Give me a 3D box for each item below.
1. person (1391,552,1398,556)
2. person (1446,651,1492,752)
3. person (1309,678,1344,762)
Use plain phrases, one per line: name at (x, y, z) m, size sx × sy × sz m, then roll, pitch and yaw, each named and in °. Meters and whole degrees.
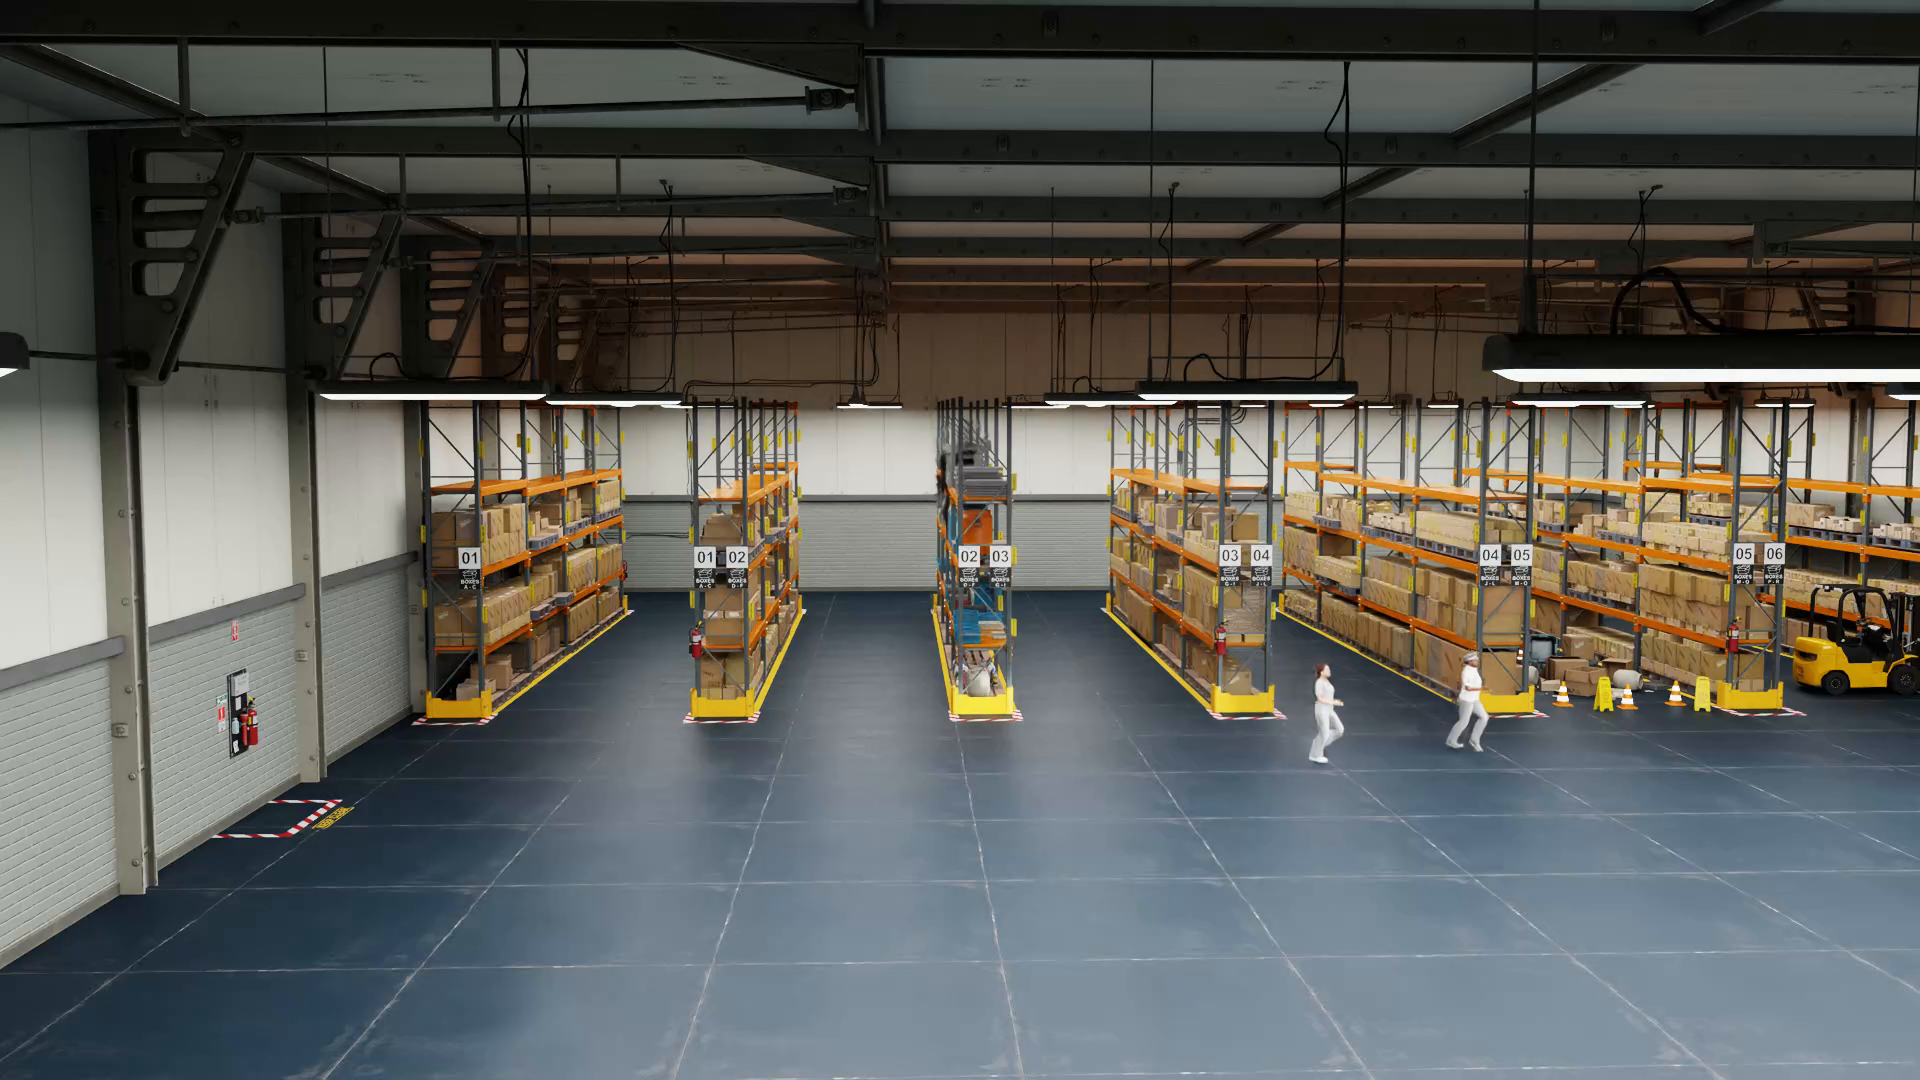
person at (12.829, 1.148, 49.168) m, size 0.526 × 1.586 × 0.608 m, roll -1°, pitch 4°, yaw -9°
person at (8.594, 2.727, 27.996) m, size 0.765 × 1.733 × 0.523 m, roll 3°, pitch 5°, yaw 36°
person at (5.959, 2.937, 27.096) m, size 0.542 × 1.378 × 0.521 m, roll 3°, pitch 5°, yaw 33°
